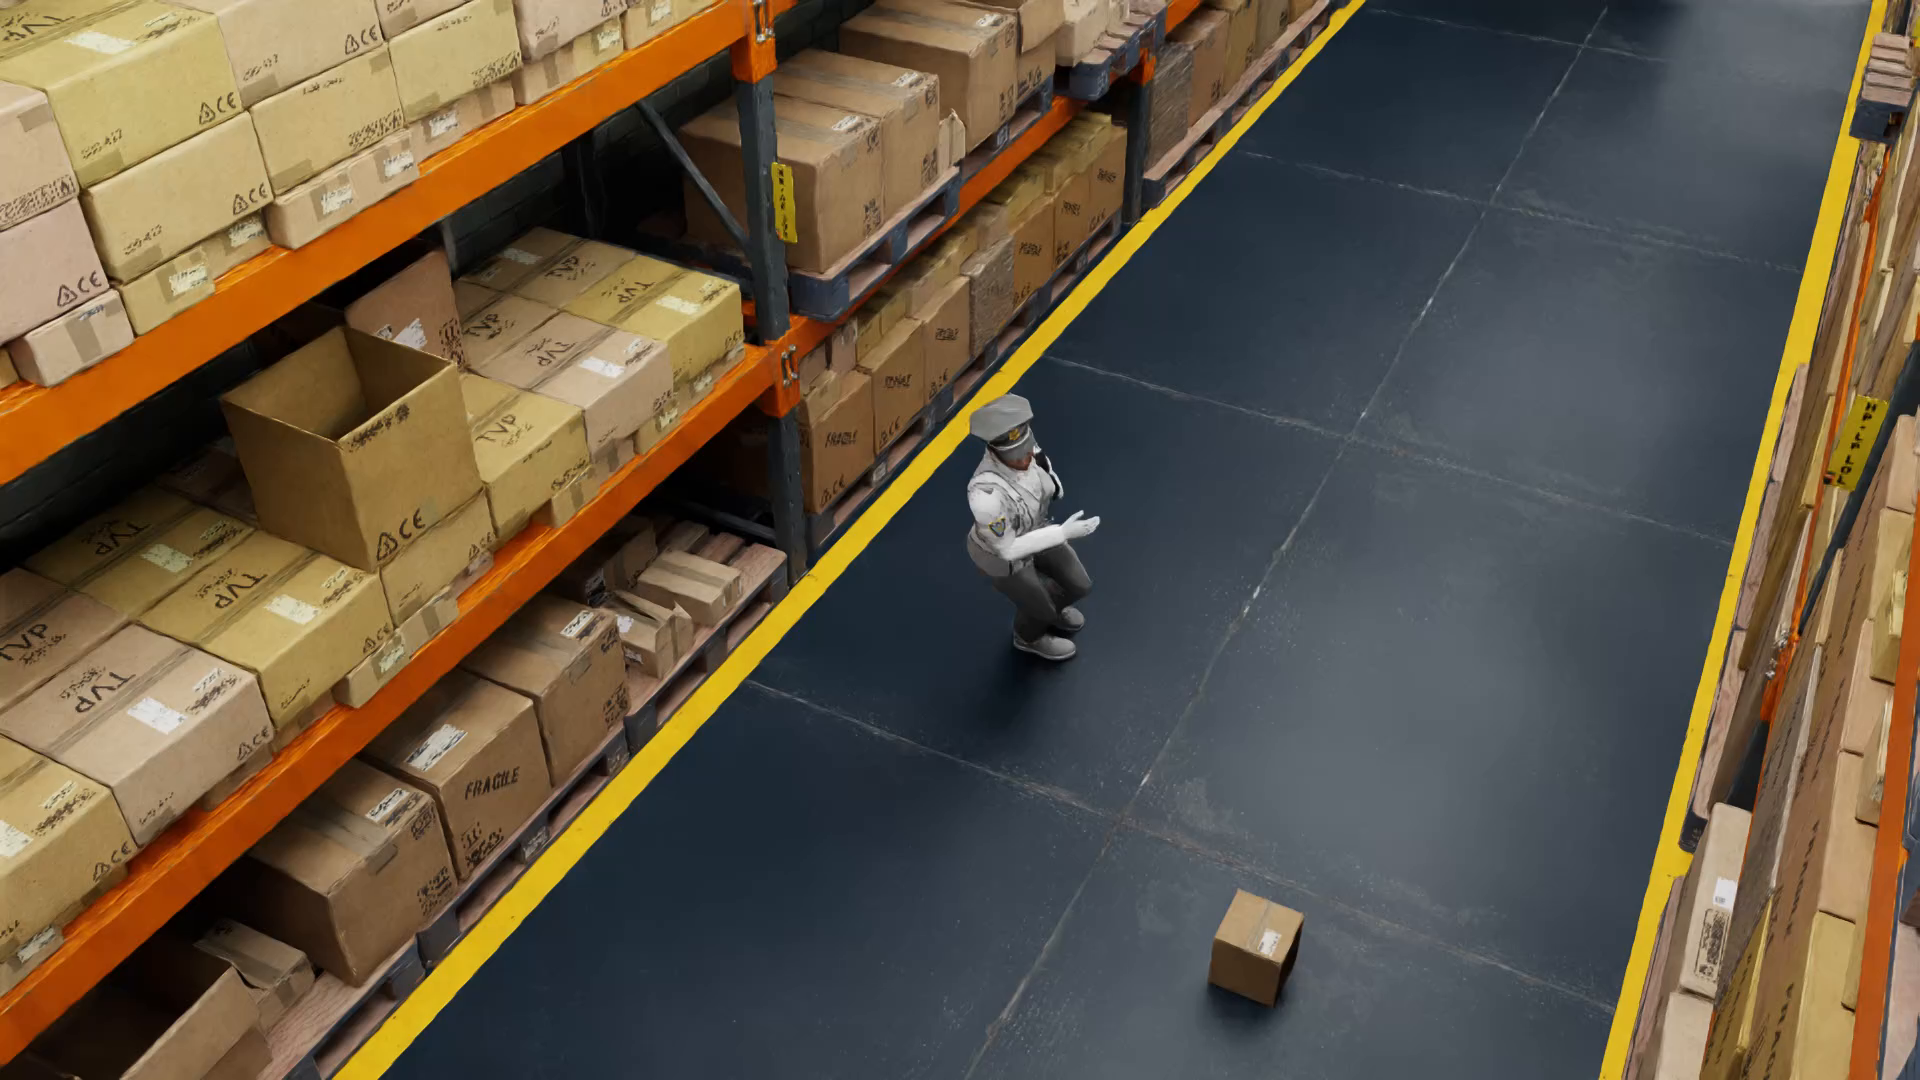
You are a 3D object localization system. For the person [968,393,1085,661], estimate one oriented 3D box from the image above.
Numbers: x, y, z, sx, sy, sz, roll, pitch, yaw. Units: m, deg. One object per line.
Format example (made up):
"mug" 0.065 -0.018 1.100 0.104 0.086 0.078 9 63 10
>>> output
"person" 0.285 -0.034 6.769 0.312 1.558 0.850 17 41 20
